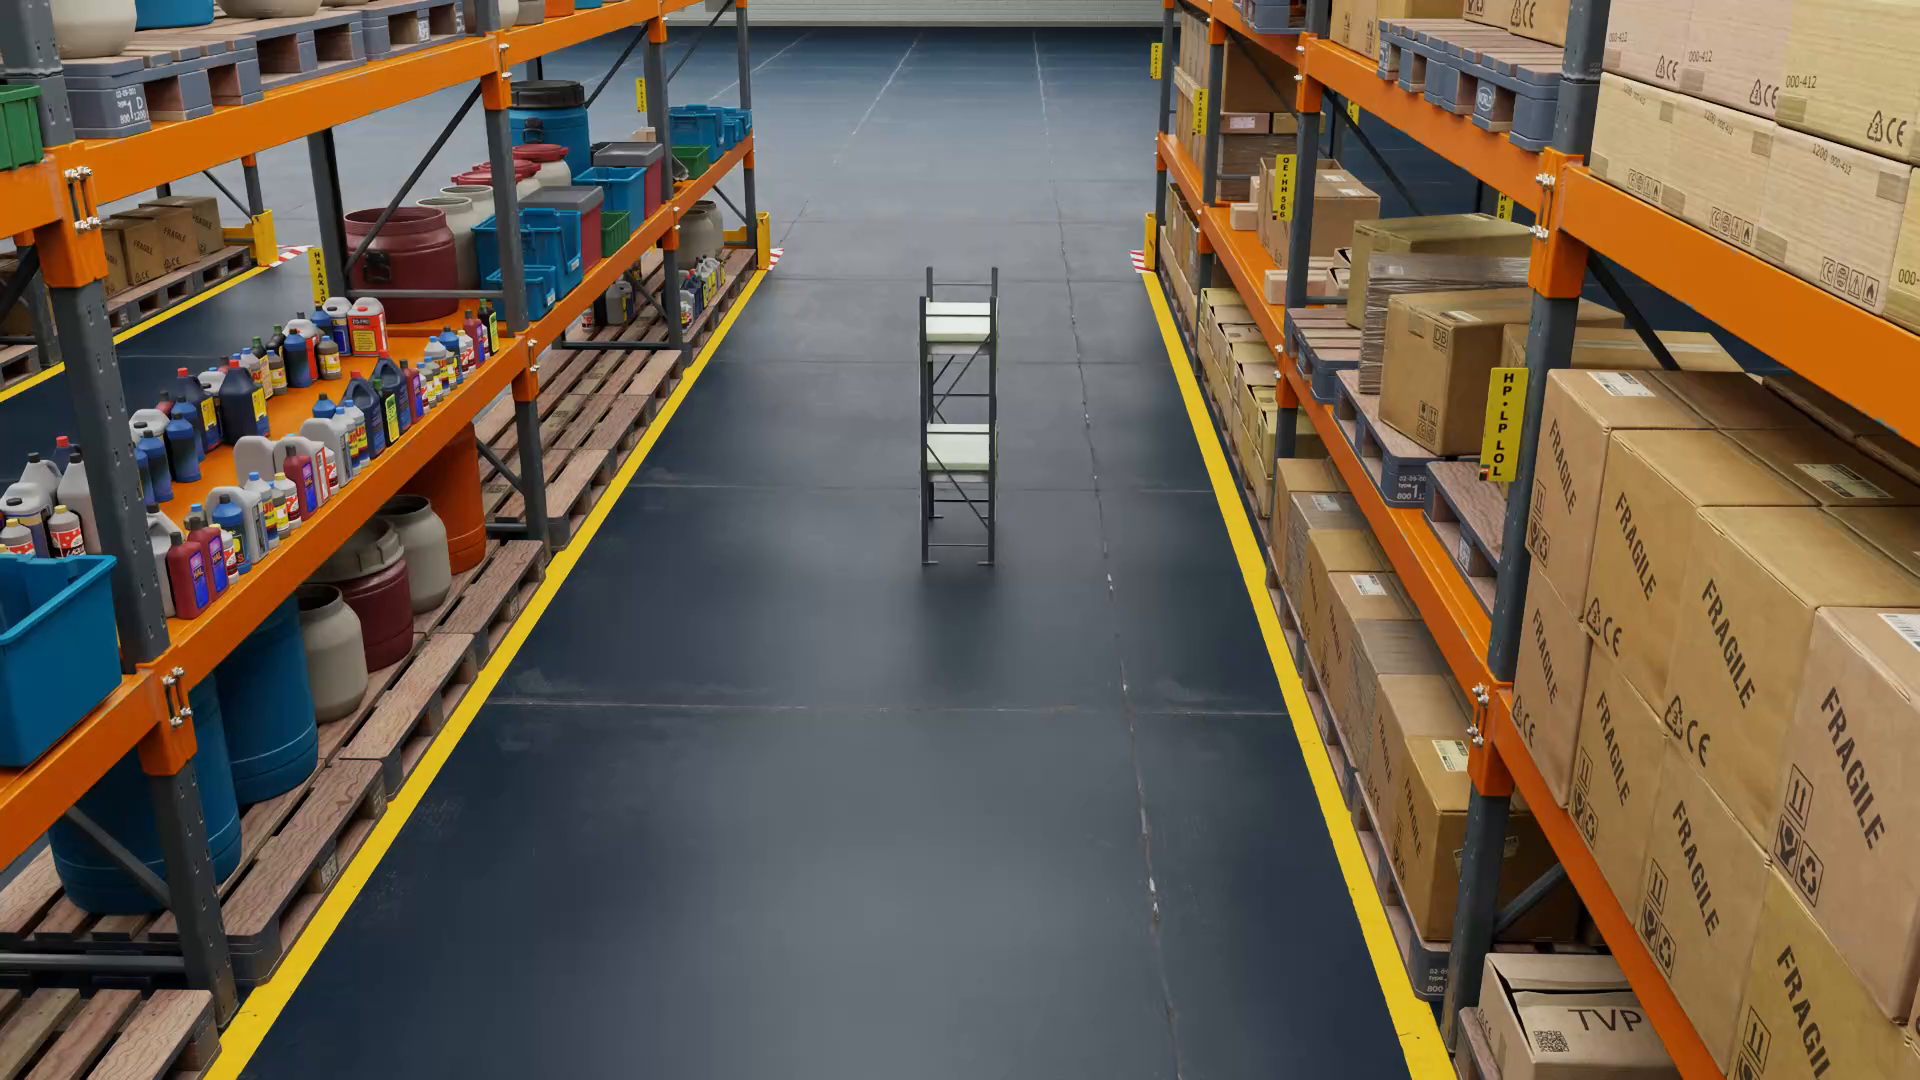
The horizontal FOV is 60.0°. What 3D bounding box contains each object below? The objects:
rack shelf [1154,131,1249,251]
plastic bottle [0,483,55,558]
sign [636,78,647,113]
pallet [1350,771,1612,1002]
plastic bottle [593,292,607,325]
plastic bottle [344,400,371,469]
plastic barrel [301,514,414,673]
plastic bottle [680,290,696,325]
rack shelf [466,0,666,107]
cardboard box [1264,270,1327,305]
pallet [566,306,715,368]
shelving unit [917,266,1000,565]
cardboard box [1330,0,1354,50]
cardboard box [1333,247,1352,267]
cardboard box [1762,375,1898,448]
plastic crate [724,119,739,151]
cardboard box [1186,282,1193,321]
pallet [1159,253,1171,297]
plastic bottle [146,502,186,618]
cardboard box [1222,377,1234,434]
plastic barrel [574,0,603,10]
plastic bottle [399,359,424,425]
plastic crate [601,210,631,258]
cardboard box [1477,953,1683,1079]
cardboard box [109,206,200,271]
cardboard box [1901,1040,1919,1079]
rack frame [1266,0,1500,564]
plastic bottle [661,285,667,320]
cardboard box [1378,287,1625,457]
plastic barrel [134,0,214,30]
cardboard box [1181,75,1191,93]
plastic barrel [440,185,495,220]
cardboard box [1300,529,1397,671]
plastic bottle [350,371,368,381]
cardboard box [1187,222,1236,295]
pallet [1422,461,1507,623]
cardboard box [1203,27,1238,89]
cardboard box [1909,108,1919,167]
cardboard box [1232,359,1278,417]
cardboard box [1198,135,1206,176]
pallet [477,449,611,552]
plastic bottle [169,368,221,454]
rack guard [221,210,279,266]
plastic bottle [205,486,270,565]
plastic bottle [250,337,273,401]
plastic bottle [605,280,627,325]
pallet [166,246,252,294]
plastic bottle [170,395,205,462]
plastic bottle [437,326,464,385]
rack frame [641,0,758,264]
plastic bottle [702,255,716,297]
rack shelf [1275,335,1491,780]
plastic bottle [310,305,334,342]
[{"bbox_3d":[2.362,-3.053,14.244,1.077,0.370,4.000,1,21,2],"label":"rack shelf"},{"bbox_3d":[-3.193,-0.049,5.679,0.152,0.276,0.135,1,21,2],"label":"plastic bottle"},{"bbox_3d":[-3.078,-4.304,16.091,0.100,0.325,0.005,1,21,2],"label":"sign"},{"bbox_3d":[2.044,1.233,6.059,1.003,0.211,1.213,1,21,2],"label":"pallet"},{"bbox_3d":[-2.919,-1.927,13.402,0.144,0.351,0.185,0,21,0],"label":"plastic bottle"},{"bbox_3d":[-2.430,-0.427,6.660,0.097,0.271,0.097,0,21,0],"label":"plastic bottle"},{"bbox_3d":[-2.804,0.239,7.519,0.600,0.588,0.708,1,21,2],"label":"plastic barrel"},{"bbox_3d":[-2.220,-1.884,13.394,0.152,0.276,0.135,1,21,4],"label":"plastic bottle"},{"bbox_3d":[-2.711,-3.061,10.118,1.077,0.370,4.000,1,21,2],"label":"rack shelf"},{"bbox_3d":[1.930,-1.430,9.414,0.380,0.149,0.250,1,21,2],"label":"cardboard box"},{"bbox_3d":[-2.588,-1.663,13.524,1.003,0.211,1.213,1,21,2],"label":"pallet"},{"bbox_3d":[0.000,-0.702,9.264,0.431,1.500,0.755,1,21,2],"label":"shelving unit"},{"bbox_3d":[2.200,-2.506,7.555,0.910,0.500,0.500,1,21,2],"label":"cardboard box"},{"bbox_3d":[2.400,-1.498,9.367,0.500,0.311,0.500,0,21,1],"label":"cardboard box"},{"bbox_3d":[2.301,-0.100,4.118,0.500,0.500,0.500,1,21,2],"label":"cardboard box"},{"bbox_3d":[-2.270,-3.679,15.069,0.499,0.251,0.408,1,21,2],"label":"plastic crate"},{"bbox_3d":[2.122,-1.930,13.576,0.500,0.250,0.500,1,21,2],"label":"cardboard box"},{"bbox_3d":[2.441,-2.534,15.769,1.003,0.211,1.213,1,21,2],"label":"pallet"},{"bbox_3d":[-2.558,0.056,5.305,0.144,0.351,0.185,1,21,2],"label":"plastic bottle"},{"bbox_3d":[1.995,-0.880,10.870,0.500,0.250,0.500,1,21,3],"label":"cardboard box"},{"bbox_3d":[-2.488,-3.694,10.062,0.600,0.901,0.708,1,21,2],"label":"plastic barrel"},{"bbox_3d":[-2.392,-0.656,7.234,0.061,0.283,0.133,1,21,2],"label":"plastic bottle"},{"bbox_3d":[-2.421,-1.989,10.802,0.450,0.188,0.662,1,21,2],"label":"plastic crate"},{"bbox_3d":[1.828,1.425,4.818,0.500,0.311,0.500,1,21,2],"label":"cardboard box"},{"bbox_3d":[-7.499,-2.810,15.499,0.500,0.500,0.500,6,22,16],"label":"cardboard box"},{"bbox_3d":[1.710,1.094,2.424,0.500,0.500,0.500,1,21,2],"label":"cardboard box"},{"bbox_3d":[2.179,-1.219,8.523,1.000,3.000,0.127,1,21,2],"label":"rack frame"},{"bbox_3d":[-2.355,-1.980,13.539,0.144,0.351,0.185,1,21,2],"label":"plastic bottle"},{"bbox_3d":[2.050,-0.654,6.350,0.700,0.500,0.500,-5,22,-12],"label":"cardboard box"},{"bbox_3d":[-2.994,-2.275,5.825,0.600,0.901,0.708,1,21,2],"label":"plastic barrel"},{"bbox_3d":[2.171,-4.044,14.769,0.380,0.149,0.250,0,21,1],"label":"cardboard box"},{"bbox_3d":[-2.941,-1.853,10.004,0.421,0.512,0.421,0,21,0],"label":"plastic barrel"},{"bbox_3d":[1.849,0.274,7.524,0.500,0.500,0.500,0,21,1],"label":"cardboard box"},{"bbox_3d":[-2.542,-0.591,7.066,0.061,0.283,0.133,1,21,2],"label":"plastic bottle"},{"bbox_3d":[2.123,-2.279,13.440,0.500,0.500,0.500,1,21,2],"label":"cardboard box"},{"bbox_3d":[2.191,0.029,5.572,1.003,0.211,1.213,1,21,2],"label":"pallet"},{"bbox_3d":[2.338,-3.841,13.349,0.700,0.500,0.500,1,21,2],"label":"cardboard box"},{"bbox_3d":[1.739,-0.619,2.346,0.500,0.250,0.500,1,21,2],"label":"cardboard box"},{"bbox_3d":[1.976,-0.957,10.293,0.500,0.311,0.500,0,21,1],"label":"cardboard box"},{"bbox_3d":[2.337,-3.244,13.605,0.700,0.500,0.500,1,21,2],"label":"cardboard box"},{"bbox_3d":[-2.709,-0.254,9.892,1.003,0.211,1.213,1,21,2],"label":"pallet"},{"bbox_3d":[-3.159,-0.540,6.841,0.144,0.351,0.185,1,21,2],"label":"plastic bottle"},{"bbox_3d":[-7.481,-3.029,16.644,1.175,0.500,0.348,1,21,2],"label":"rack guard"},{"bbox_3d":[-2.487,-0.066,5.724,0.152,0.276,0.135,1,21,2],"label":"plastic bottle"},{"bbox_3d":[-3.179,-0.769,7.524,0.061,0.283,0.133,1,21,2],"label":"plastic bottle"},{"bbox_3d":[-2.775,-1.925,13.398,0.144,0.351,0.185,1,21,2],"label":"plastic bottle"},{"bbox_3d":[-7.542,-2.601,15.940,1.003,0.211,1.213,1,21,2],"label":"pallet"},{"bbox_3d":[-3.126,-0.451,6.723,0.097,0.271,0.097,0,21,0],"label":"plastic bottle"},{"bbox_3d":[-2.392,-0.868,7.798,0.097,0.271,0.097,0,21,0],"label":"plastic bottle"},{"bbox_3d":[-2.528,-4.167,16.122,1.000,3.000,0.127,1,21,2],"label":"rack frame"},{"bbox_3d":[-2.186,-2.267,14.280,0.144,0.351,0.185,2,21,4],"label":"plastic bottle"},{"bbox_3d":[2.118,-0.160,6.790,1.077,0.370,4.000,1,21,2],"label":"rack shelf"},{"bbox_3d":[-3.139,-1.020,8.189,0.097,0.271,0.097,0,21,0],"label":"plastic bottle"}]
